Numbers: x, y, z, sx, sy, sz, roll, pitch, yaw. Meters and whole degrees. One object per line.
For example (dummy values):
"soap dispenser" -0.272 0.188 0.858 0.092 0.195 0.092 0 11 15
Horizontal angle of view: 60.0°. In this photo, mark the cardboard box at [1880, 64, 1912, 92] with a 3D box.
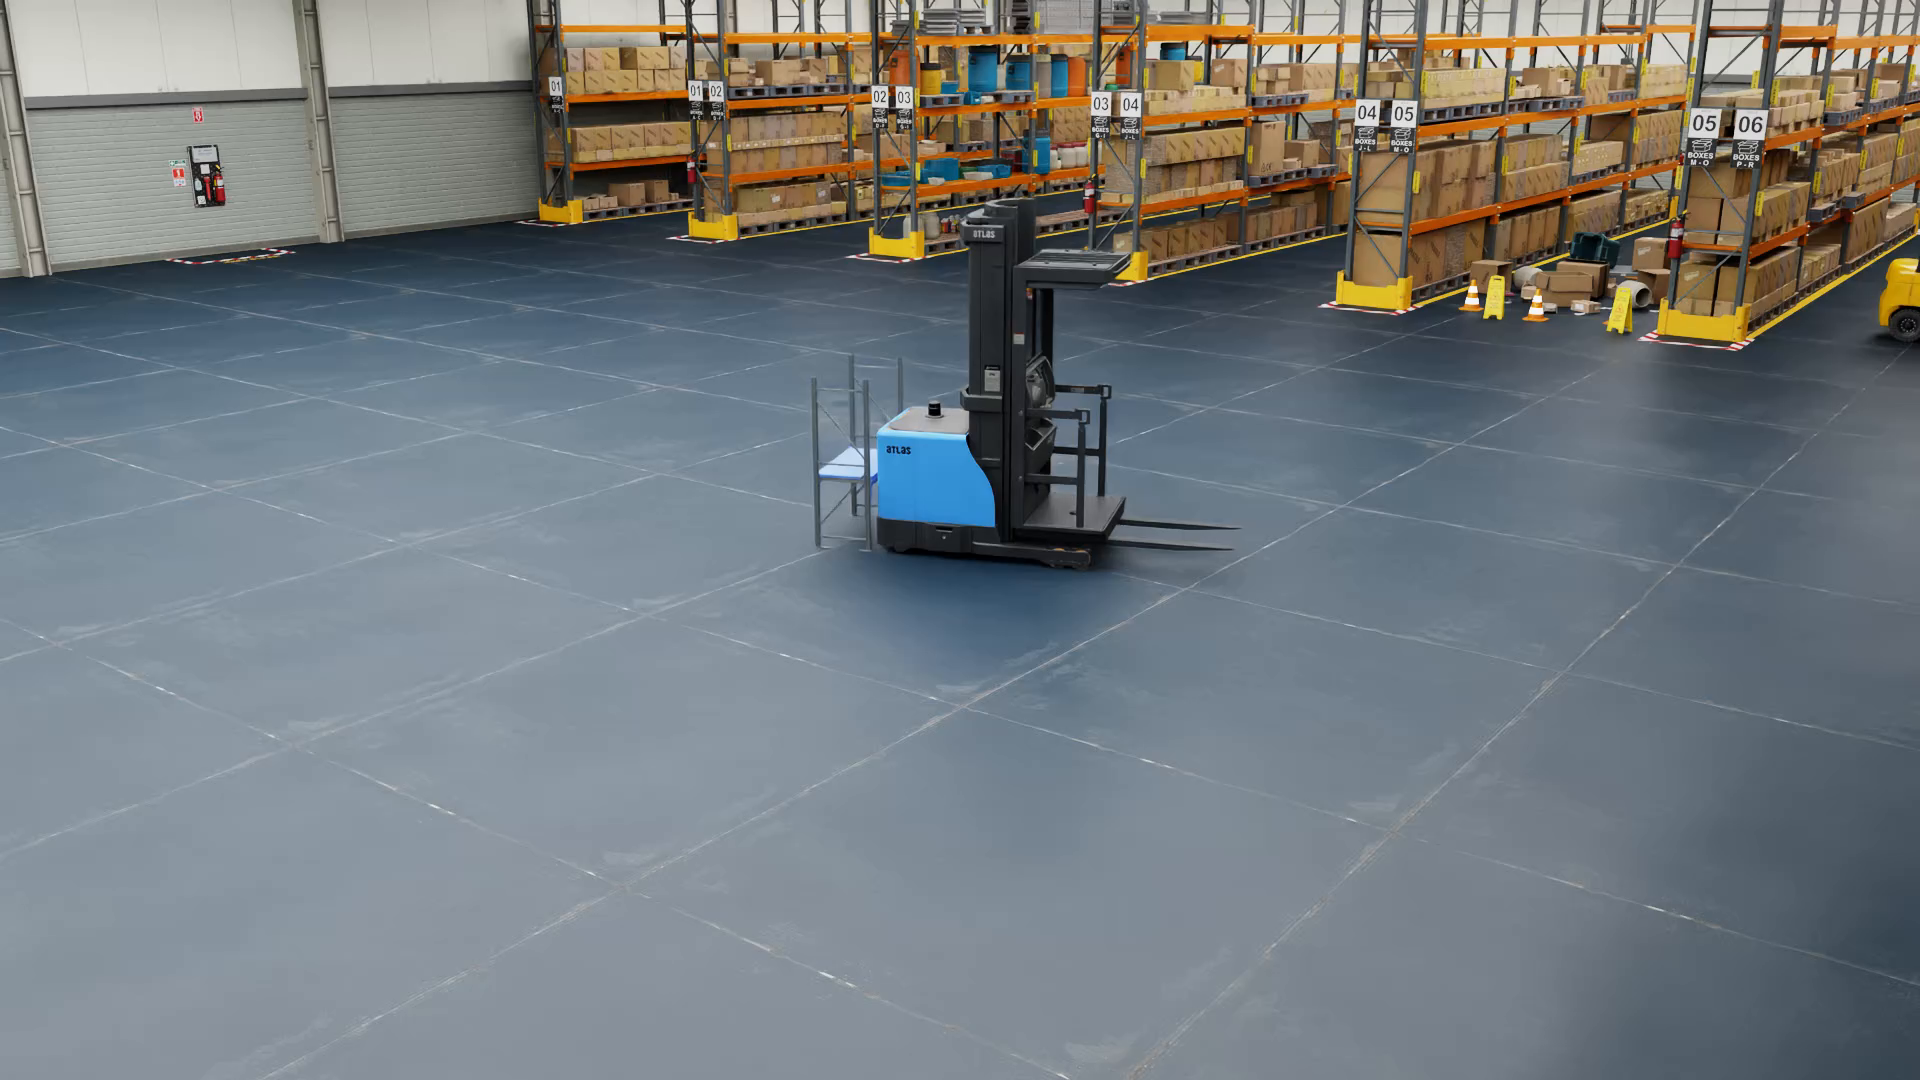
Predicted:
"cardboard box" 18.360 -9.055 32.594 0.500 0.500 0.500 13 21 36

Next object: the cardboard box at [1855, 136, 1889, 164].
"cardboard box" 17.157 -7.356 31.372 0.500 0.500 0.500 13 22 36

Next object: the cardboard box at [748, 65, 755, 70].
"cardboard box" -5.282 -11.847 42.421 0.797 0.503 0.637 16 24 42

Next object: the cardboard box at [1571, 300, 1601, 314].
"cardboard box" 9.850 -3.673 26.172 0.250 0.149 0.380 -7 19 -22

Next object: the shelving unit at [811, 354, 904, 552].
"shelving unit" -0.879 -0.781 14.582 0.538 1.500 1.048 4 18 14

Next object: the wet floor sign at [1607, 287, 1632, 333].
"wet floor sign" 9.719 -3.385 24.408 0.232 0.644 0.267 -11 20 -32

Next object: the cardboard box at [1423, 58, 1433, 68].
"cardboard box" 10.625 -11.028 38.946 0.700 0.500 0.500 14 22 37

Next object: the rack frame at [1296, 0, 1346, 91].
"rack frame" 7.499 -10.887 34.481 1.000 3.000 0.127 12 21 35

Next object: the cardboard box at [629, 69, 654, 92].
"cardboard box" -7.532 -10.764 38.940 0.500 0.500 0.500 11 21 33

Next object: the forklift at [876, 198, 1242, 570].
"forklift" 0.860 -1.324 13.918 3.031 2.935 1.130 5 18 14

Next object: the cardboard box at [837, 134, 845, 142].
"cardboard box" -2.828 -9.076 37.501 0.380 0.149 0.250 12 21 35

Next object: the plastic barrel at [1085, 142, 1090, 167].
"plastic barrel" 2.829 -8.567 36.939 0.421 0.512 0.421 0 17 0

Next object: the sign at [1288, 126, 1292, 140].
"sign" 7.051 -8.672 35.512 0.100 0.325 0.005 12 21 35

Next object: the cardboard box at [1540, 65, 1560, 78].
"cardboard box" 11.455 -9.110 32.355 0.396 0.266 0.258 12 21 35

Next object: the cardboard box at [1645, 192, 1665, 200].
"cardboard box" 15.829 -7.845 37.897 0.380 0.149 0.250 12 21 33

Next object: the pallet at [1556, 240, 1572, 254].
"pallet" 11.889 -5.976 33.483 1.003 0.211 1.213 12 21 35

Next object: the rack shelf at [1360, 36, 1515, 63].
"rack shelf" 7.847 -8.023 27.145 1.077 0.370 4.000 12 21 35

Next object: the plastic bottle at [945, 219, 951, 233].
"plastic bottle" -0.245 -6.456 34.166 0.061 0.283 0.133 12 21 35

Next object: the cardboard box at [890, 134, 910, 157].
"cardboard box" -1.441 -9.419 39.699 0.500 0.500 0.500 11 20 32

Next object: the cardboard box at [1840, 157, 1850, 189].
"cardboard box" 14.811 -6.258 28.313 0.500 0.500 0.500 11 20 31

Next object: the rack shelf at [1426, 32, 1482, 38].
"rack shelf" 11.074 -11.781 39.249 1.077 0.370 4.000 12 21 35

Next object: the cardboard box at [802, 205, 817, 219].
"cardboard box" -3.530 -7.320 37.038 0.500 0.250 0.500 12 21 35

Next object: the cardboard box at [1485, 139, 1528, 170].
"cardboard box" 9.936 -7.056 30.407 0.700 0.500 0.500 13 21 35

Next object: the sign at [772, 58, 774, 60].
"sign" -4.876 -12.465 43.615 0.100 0.325 0.005 12 21 35

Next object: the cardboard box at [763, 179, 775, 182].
"cardboard box" -5.222 -9.381 43.221 0.700 0.500 0.500 12 21 35

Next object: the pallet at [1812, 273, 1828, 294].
"pallet" 14.264 -4.464 28.615 1.003 0.211 1.213 12 21 35

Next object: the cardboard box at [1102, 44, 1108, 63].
"cardboard box" 3.653 -13.407 45.799 0.700 0.500 0.500 12 21 35

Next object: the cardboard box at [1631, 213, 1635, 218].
"cardboard box" 14.546 -7.075 36.420 0.380 0.149 0.250 12 21 34

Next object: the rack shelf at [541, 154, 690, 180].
"rack shelf" -8.010 -8.875 39.331 1.077 0.370 4.000 12 21 35

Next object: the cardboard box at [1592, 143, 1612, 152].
"cardboard box" 13.252 -8.121 34.401 0.380 0.149 0.250 12 21 35

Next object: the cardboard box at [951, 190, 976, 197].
"cardboard box" 0.046 -8.848 41.502 0.500 0.500 0.500 14 22 37

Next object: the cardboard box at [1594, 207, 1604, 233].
"cardboard box" 12.952 -6.617 34.352 0.500 0.500 0.500 12 21 34

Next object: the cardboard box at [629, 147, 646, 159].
"cardboard box" -7.747 -9.107 39.083 0.500 0.250 0.500 13 21 35

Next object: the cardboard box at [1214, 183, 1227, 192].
"cardboard box" 4.811 -6.660 31.408 0.380 0.149 0.250 12 21 35

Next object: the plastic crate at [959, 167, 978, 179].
"plastic crate" 0.103 -7.570 34.272 0.450 0.188 0.662 12 21 35

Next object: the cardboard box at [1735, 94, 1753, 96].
"cardboard box" 11.322 -6.418 24.228 0.380 0.149 0.250 12 21 35

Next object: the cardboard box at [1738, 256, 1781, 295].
"cardboard box" 12.021 -4.003 25.093 0.500 0.500 0.500 13 21 36

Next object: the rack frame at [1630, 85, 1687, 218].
"rack frame" 16.189 -9.027 38.606 1.000 3.000 0.127 12 21 35

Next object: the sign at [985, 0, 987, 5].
"sign" 0.759 -15.803 48.602 0.100 0.325 0.005 12 21 35

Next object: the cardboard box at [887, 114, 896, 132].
"cardboard box" -2.124 -11.645 46.335 0.500 0.500 0.500 12 21 34

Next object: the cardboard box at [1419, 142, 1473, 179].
"cardboard box" 8.125 -6.418 28.133 0.875 0.550 0.550 12 21 35

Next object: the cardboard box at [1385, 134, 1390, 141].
"cardboard box" 9.509 -9.348 37.780 0.797 0.503 0.637 12 21 33

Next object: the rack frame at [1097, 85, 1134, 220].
"rack frame" 3.521 -8.897 38.189 1.000 3.000 0.127 12 21 35

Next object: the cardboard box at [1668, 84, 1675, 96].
"cardboard box" 15.526 -9.994 36.916 0.500 0.250 0.500 14 22 37

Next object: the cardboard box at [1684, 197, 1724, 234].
"cardboard box" 10.793 -4.733 24.110 0.500 0.500 0.500 12 21 34

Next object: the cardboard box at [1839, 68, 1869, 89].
"cardboard box" 17.083 -8.746 31.766 0.500 0.500 0.500 12 21 34

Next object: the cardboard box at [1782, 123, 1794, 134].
"cardboard box" 11.916 -6.008 24.251 0.380 0.149 0.250 13 21 35

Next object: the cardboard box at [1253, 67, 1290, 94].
"cardboard box" 6.036 -9.071 32.807 0.797 0.503 0.637 13 22 37

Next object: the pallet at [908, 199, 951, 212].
"pallet" -0.976 -8.252 40.815 1.003 0.211 1.213 12 21 35

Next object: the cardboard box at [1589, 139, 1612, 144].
"cardboard box" 13.867 -8.429 36.011 0.500 0.500 0.500 12 21 35

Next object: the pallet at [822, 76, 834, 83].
"pallet" -4.094 -12.153 43.933 1.213 0.211 1.003 14 22 37

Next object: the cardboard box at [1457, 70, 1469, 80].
"cardboard box" 8.021 -7.544 26.977 0.380 0.149 0.250 13 21 35

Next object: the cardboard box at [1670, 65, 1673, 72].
"cardboard box" 15.579 -10.451 36.873 0.380 0.149 0.250 12 21 33

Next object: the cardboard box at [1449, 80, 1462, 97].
"cardboard box" 7.751 -7.278 26.792 0.500 0.250 0.500 12 21 34
